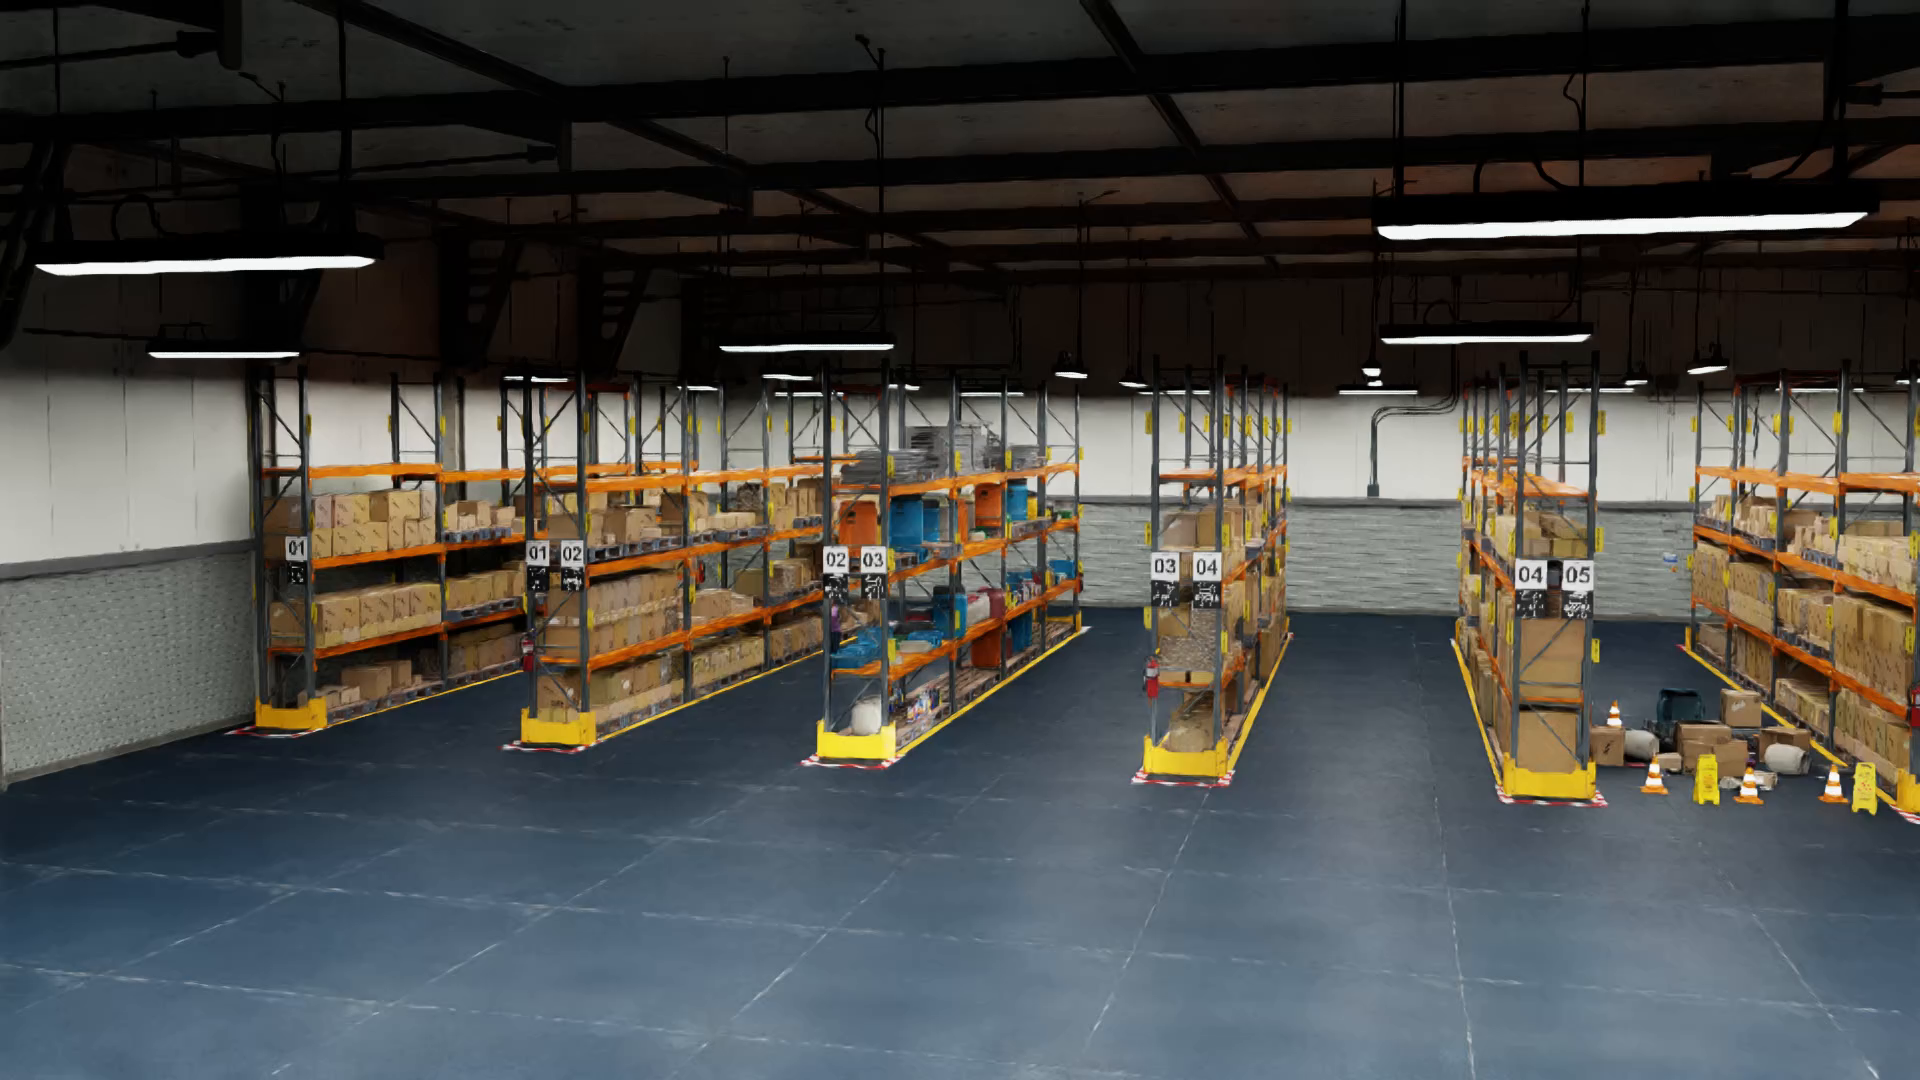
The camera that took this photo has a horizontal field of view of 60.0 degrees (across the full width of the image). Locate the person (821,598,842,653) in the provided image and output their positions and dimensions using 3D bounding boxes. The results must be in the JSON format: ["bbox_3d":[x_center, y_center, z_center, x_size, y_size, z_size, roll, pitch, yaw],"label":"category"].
[{"bbox_3d":[-2.649,1.863,34.243,0.411,1.529,0.957,0,4,6],"label":"person"}]

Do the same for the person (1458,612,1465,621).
[{"bbox_3d":[13.001,1.253,42.393,0.641,1.667,0.451,-3,5,-34],"label":"person"}]
